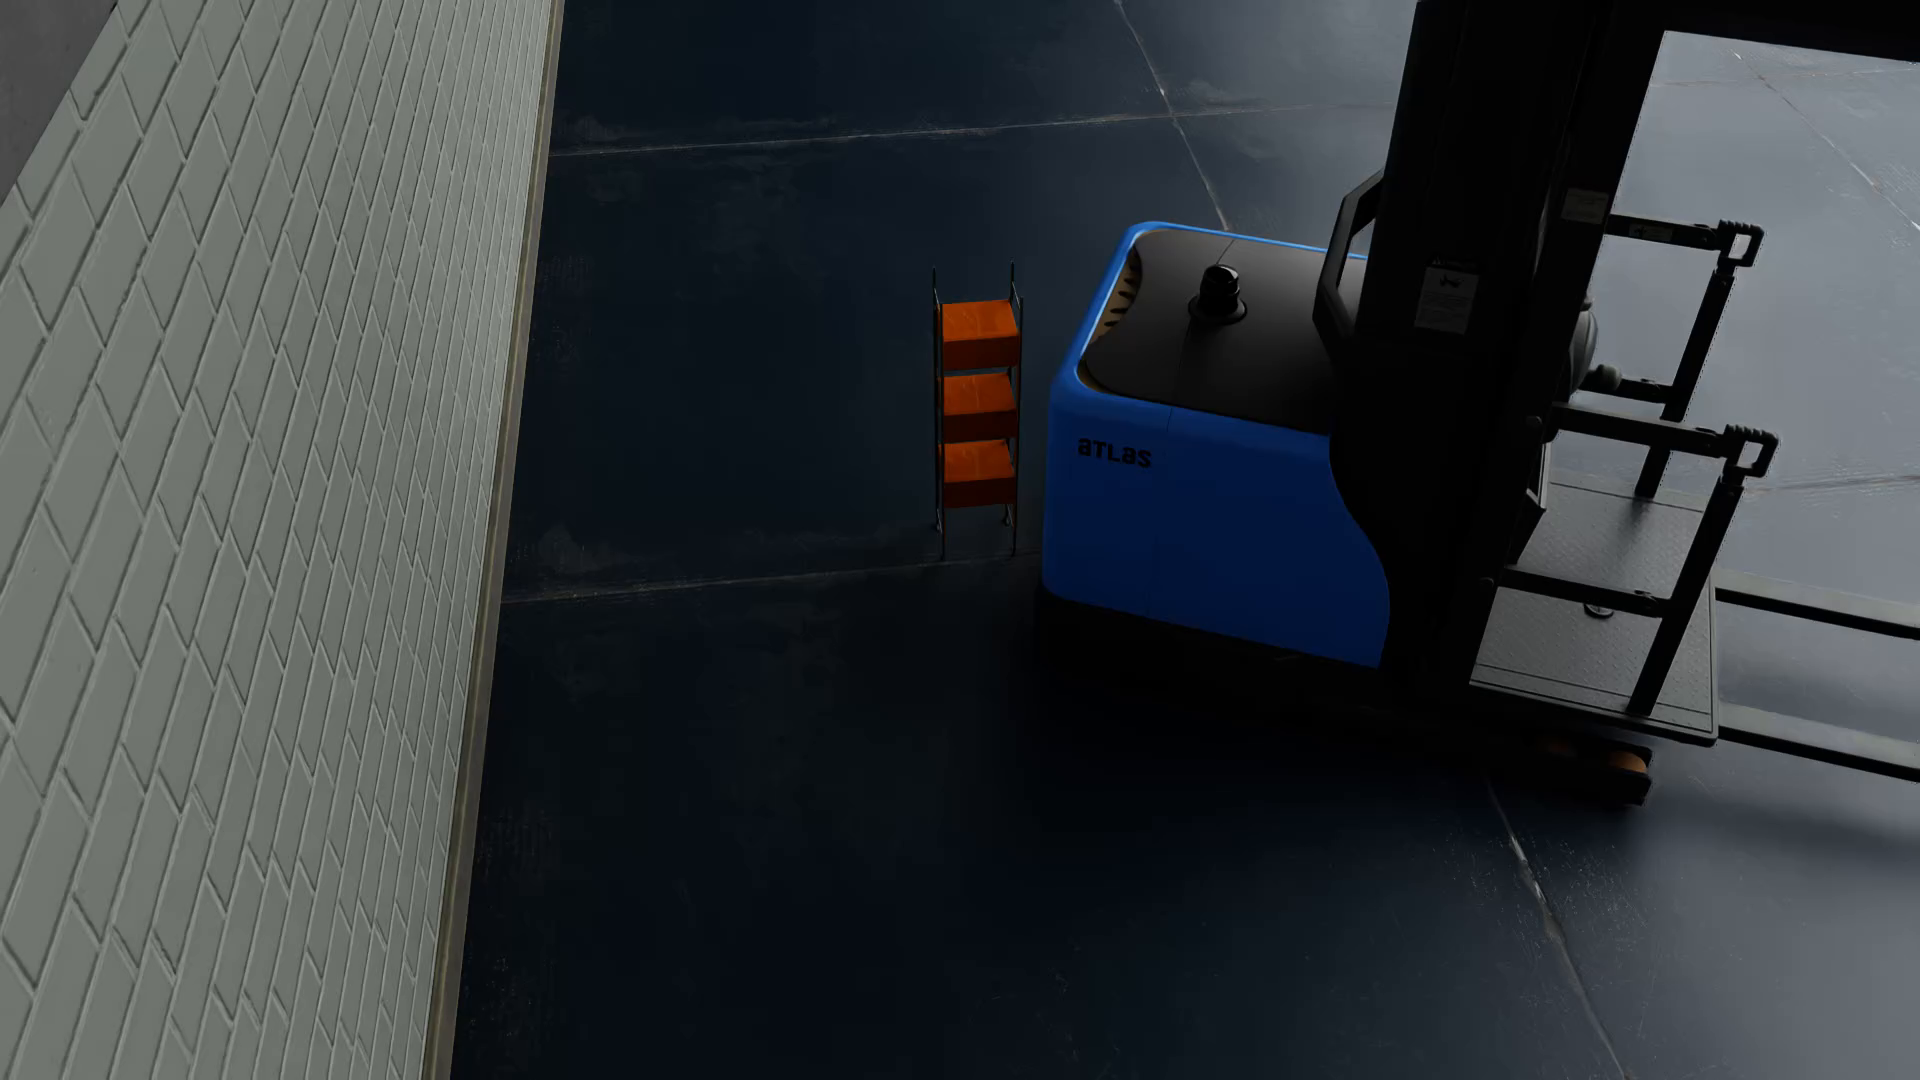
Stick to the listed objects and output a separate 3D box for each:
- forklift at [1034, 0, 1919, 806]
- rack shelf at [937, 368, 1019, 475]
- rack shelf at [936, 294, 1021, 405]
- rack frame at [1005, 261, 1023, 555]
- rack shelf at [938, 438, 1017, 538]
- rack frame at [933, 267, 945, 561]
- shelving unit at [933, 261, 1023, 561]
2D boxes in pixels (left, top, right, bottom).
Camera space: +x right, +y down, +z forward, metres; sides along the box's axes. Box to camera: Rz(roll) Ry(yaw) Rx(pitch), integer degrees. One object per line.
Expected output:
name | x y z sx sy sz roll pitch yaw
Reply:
forklift | 1.812 -0.711 4.350 3.031 2.935 1.130 12 43 13
rack shelf | 0.053 -0.387 5.411 0.240 0.259 0.215 -5 42 -6
rack shelf | 0.053 -0.597 5.221 0.240 0.259 0.215 -5 42 -6
rack frame | 0.174 -0.405 5.415 0.008 1.050 0.200 -5 42 -6
rack shelf | 0.053 -0.180 5.597 0.240 0.259 0.215 -5 42 -6
rack frame | -0.068 -0.384 5.392 0.008 1.050 0.200 -5 42 -6
shelving unit | 0.053 -0.394 5.404 0.252 1.050 0.215 -5 42 -6
